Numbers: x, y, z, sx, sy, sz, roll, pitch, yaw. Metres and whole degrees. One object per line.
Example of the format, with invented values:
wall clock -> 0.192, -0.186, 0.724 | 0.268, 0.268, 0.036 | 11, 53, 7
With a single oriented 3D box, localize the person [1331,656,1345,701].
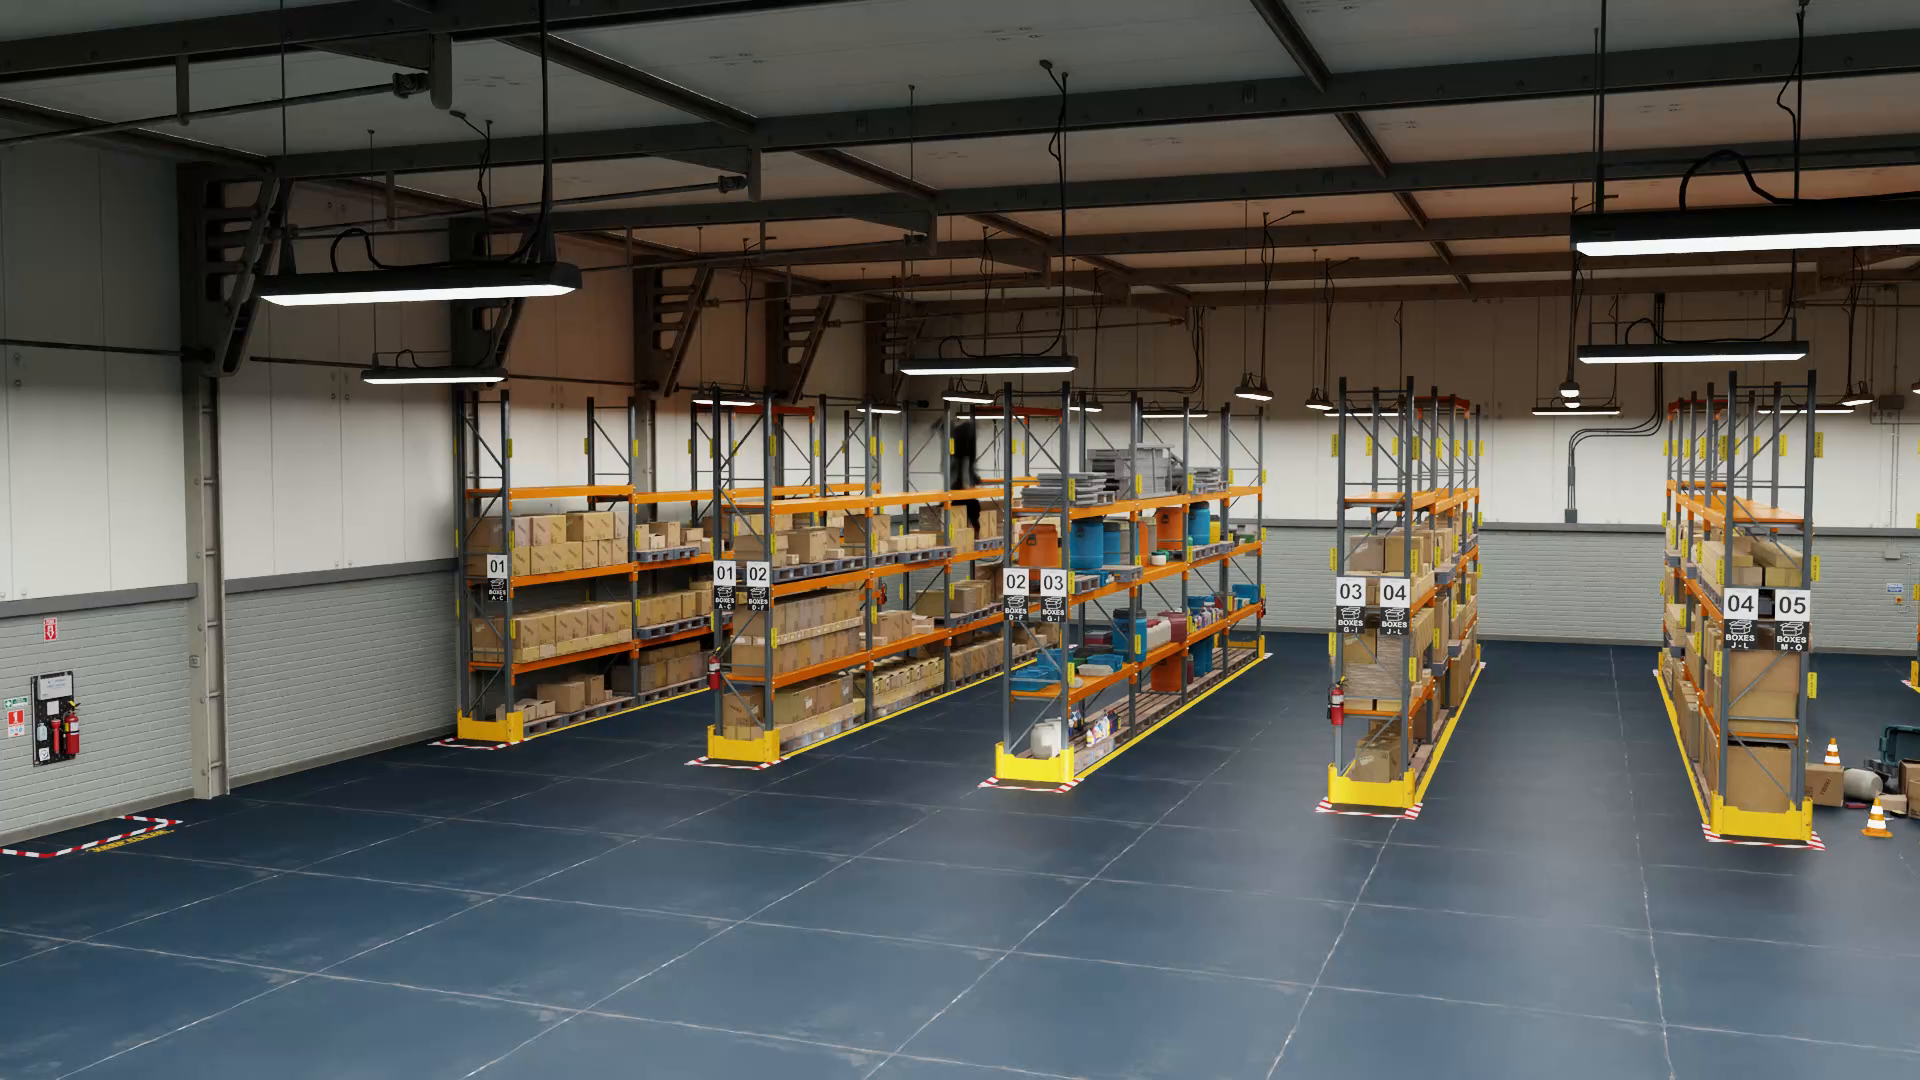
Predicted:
person -> 7.310, 2.432, 31.769 | 0.586, 1.633, 0.576 | 1, 3, 20
